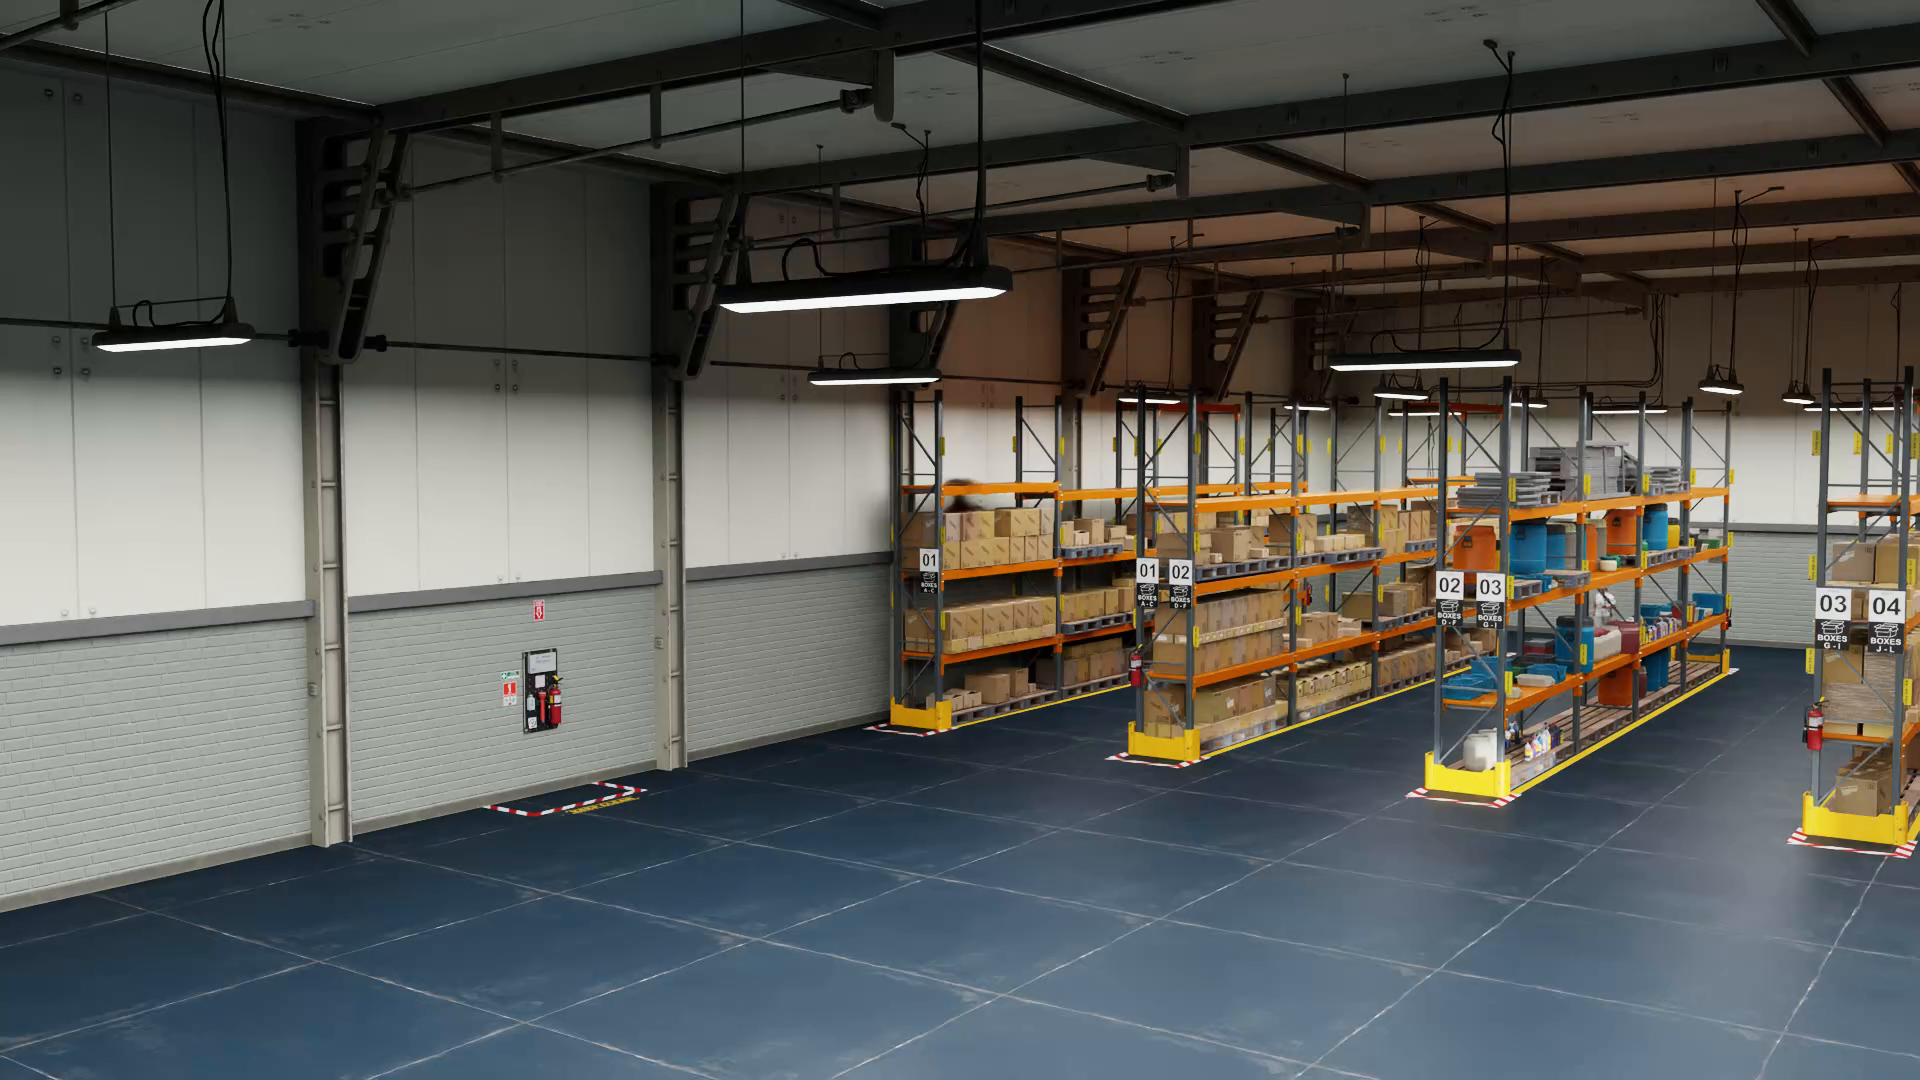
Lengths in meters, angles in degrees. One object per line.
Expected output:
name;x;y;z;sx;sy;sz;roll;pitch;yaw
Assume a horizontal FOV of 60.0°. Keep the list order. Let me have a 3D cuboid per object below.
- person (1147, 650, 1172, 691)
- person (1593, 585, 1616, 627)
person;3.675;2.450;30.377;0.540;1.765;0.940;2;4;36
person;15.675;1.862;40.481;0.575;1.664;0.961;2;4;33
